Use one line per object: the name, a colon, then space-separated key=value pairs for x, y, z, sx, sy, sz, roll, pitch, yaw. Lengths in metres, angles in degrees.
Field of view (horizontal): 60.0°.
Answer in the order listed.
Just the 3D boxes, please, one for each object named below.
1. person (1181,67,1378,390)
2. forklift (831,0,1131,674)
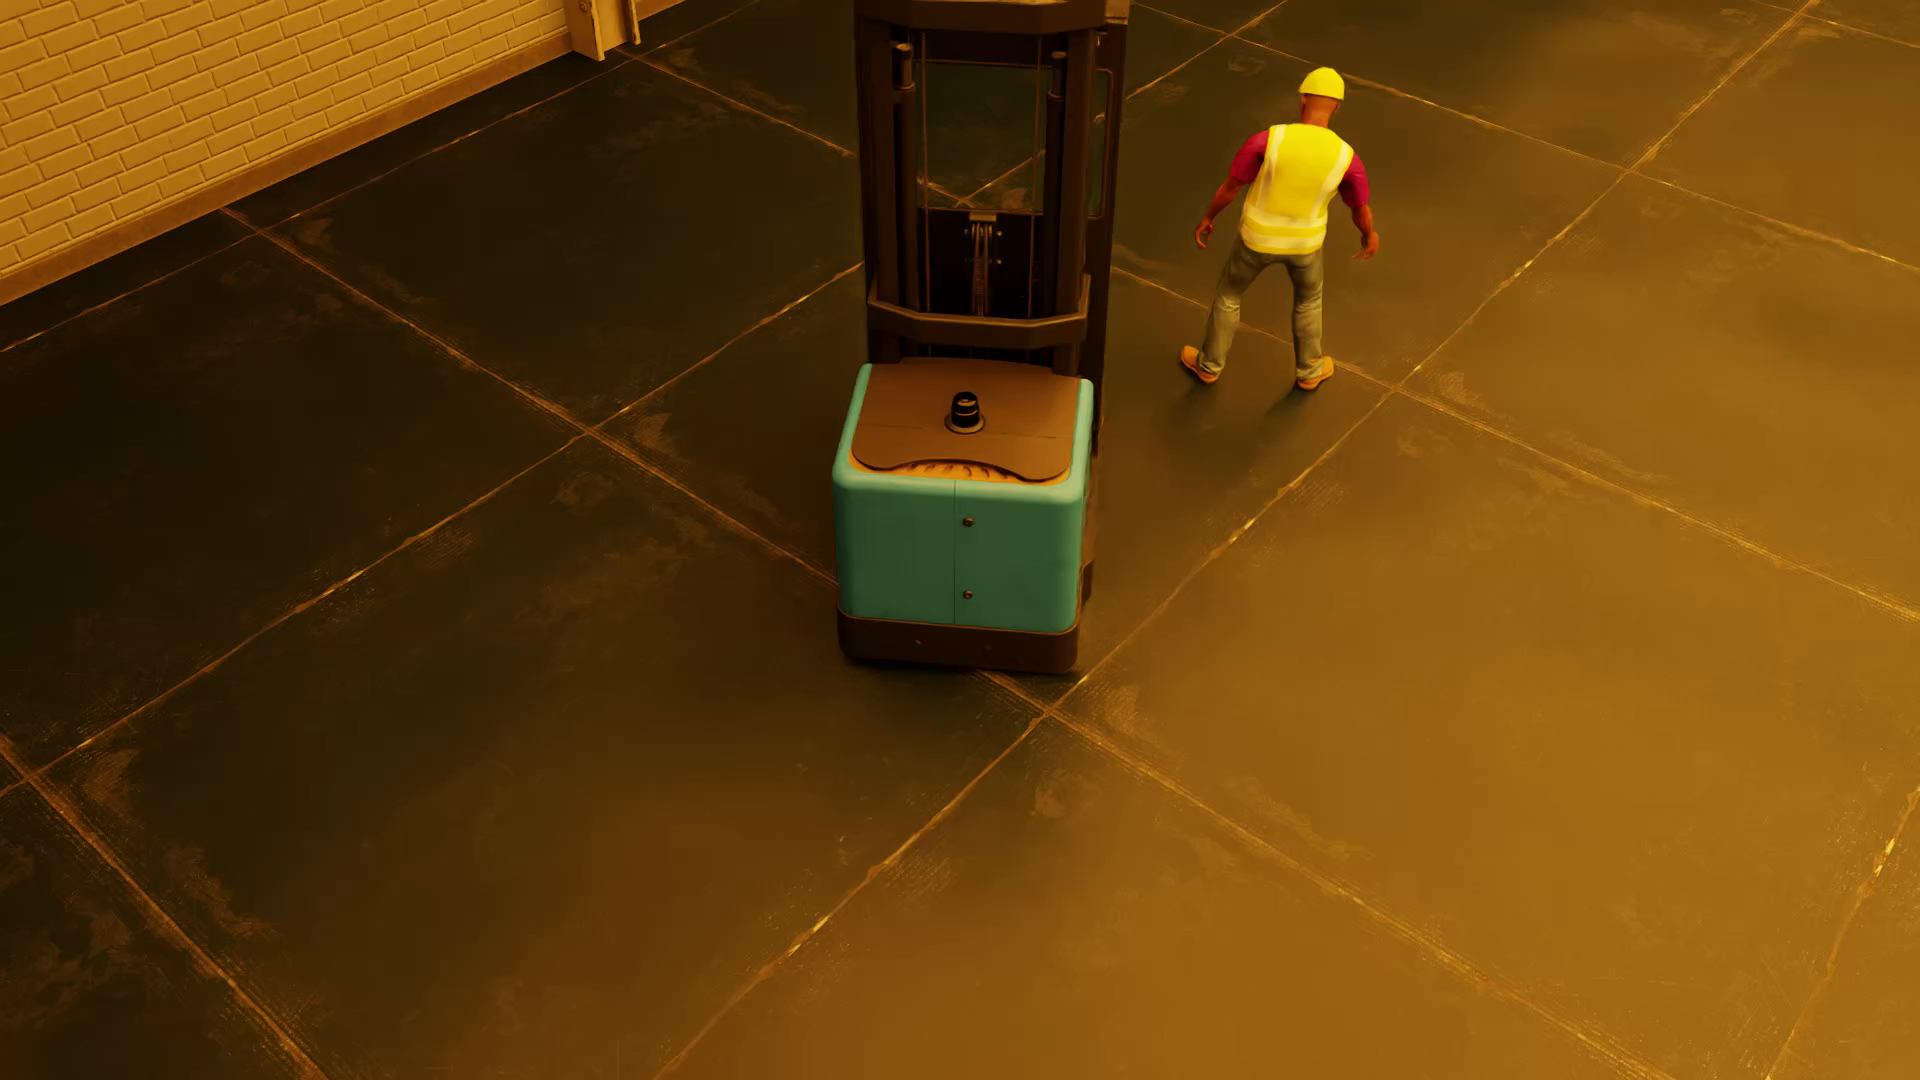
person: x=1.655 y=-1.556 z=8.401 sx=0.934 sy=1.716 sz=0.426 roll=5 pitch=42 yaw=6
forklift: x=0.152 y=-1.496 z=7.423 sx=1.130 sy=2.935 sz=3.031 roll=4 pitch=42 yaw=5
